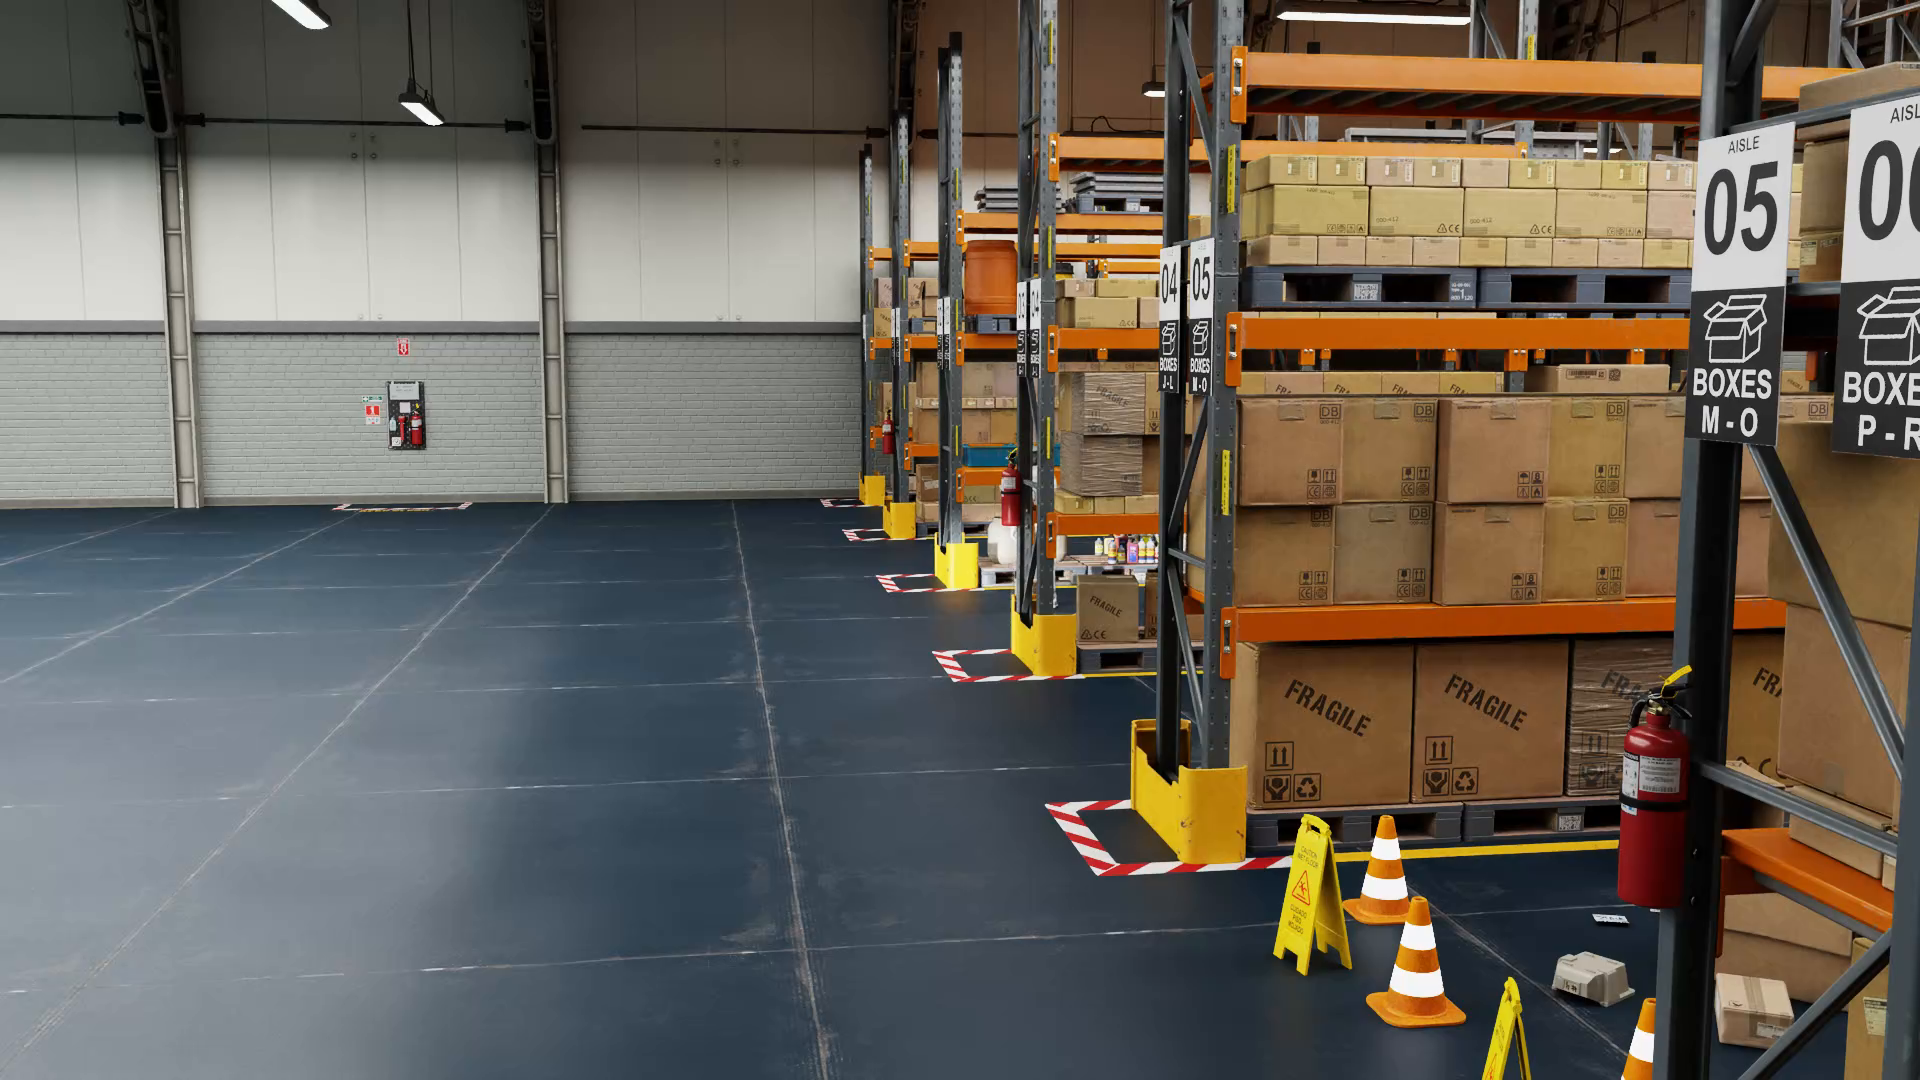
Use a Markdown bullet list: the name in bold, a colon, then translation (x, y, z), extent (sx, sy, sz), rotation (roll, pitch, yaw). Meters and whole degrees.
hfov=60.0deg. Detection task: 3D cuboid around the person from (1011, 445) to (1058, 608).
- **person**: translation (0.768, -0.129, 16.937), extent (0.528, 1.664, 0.356), rotation (-1, 7, -9)
